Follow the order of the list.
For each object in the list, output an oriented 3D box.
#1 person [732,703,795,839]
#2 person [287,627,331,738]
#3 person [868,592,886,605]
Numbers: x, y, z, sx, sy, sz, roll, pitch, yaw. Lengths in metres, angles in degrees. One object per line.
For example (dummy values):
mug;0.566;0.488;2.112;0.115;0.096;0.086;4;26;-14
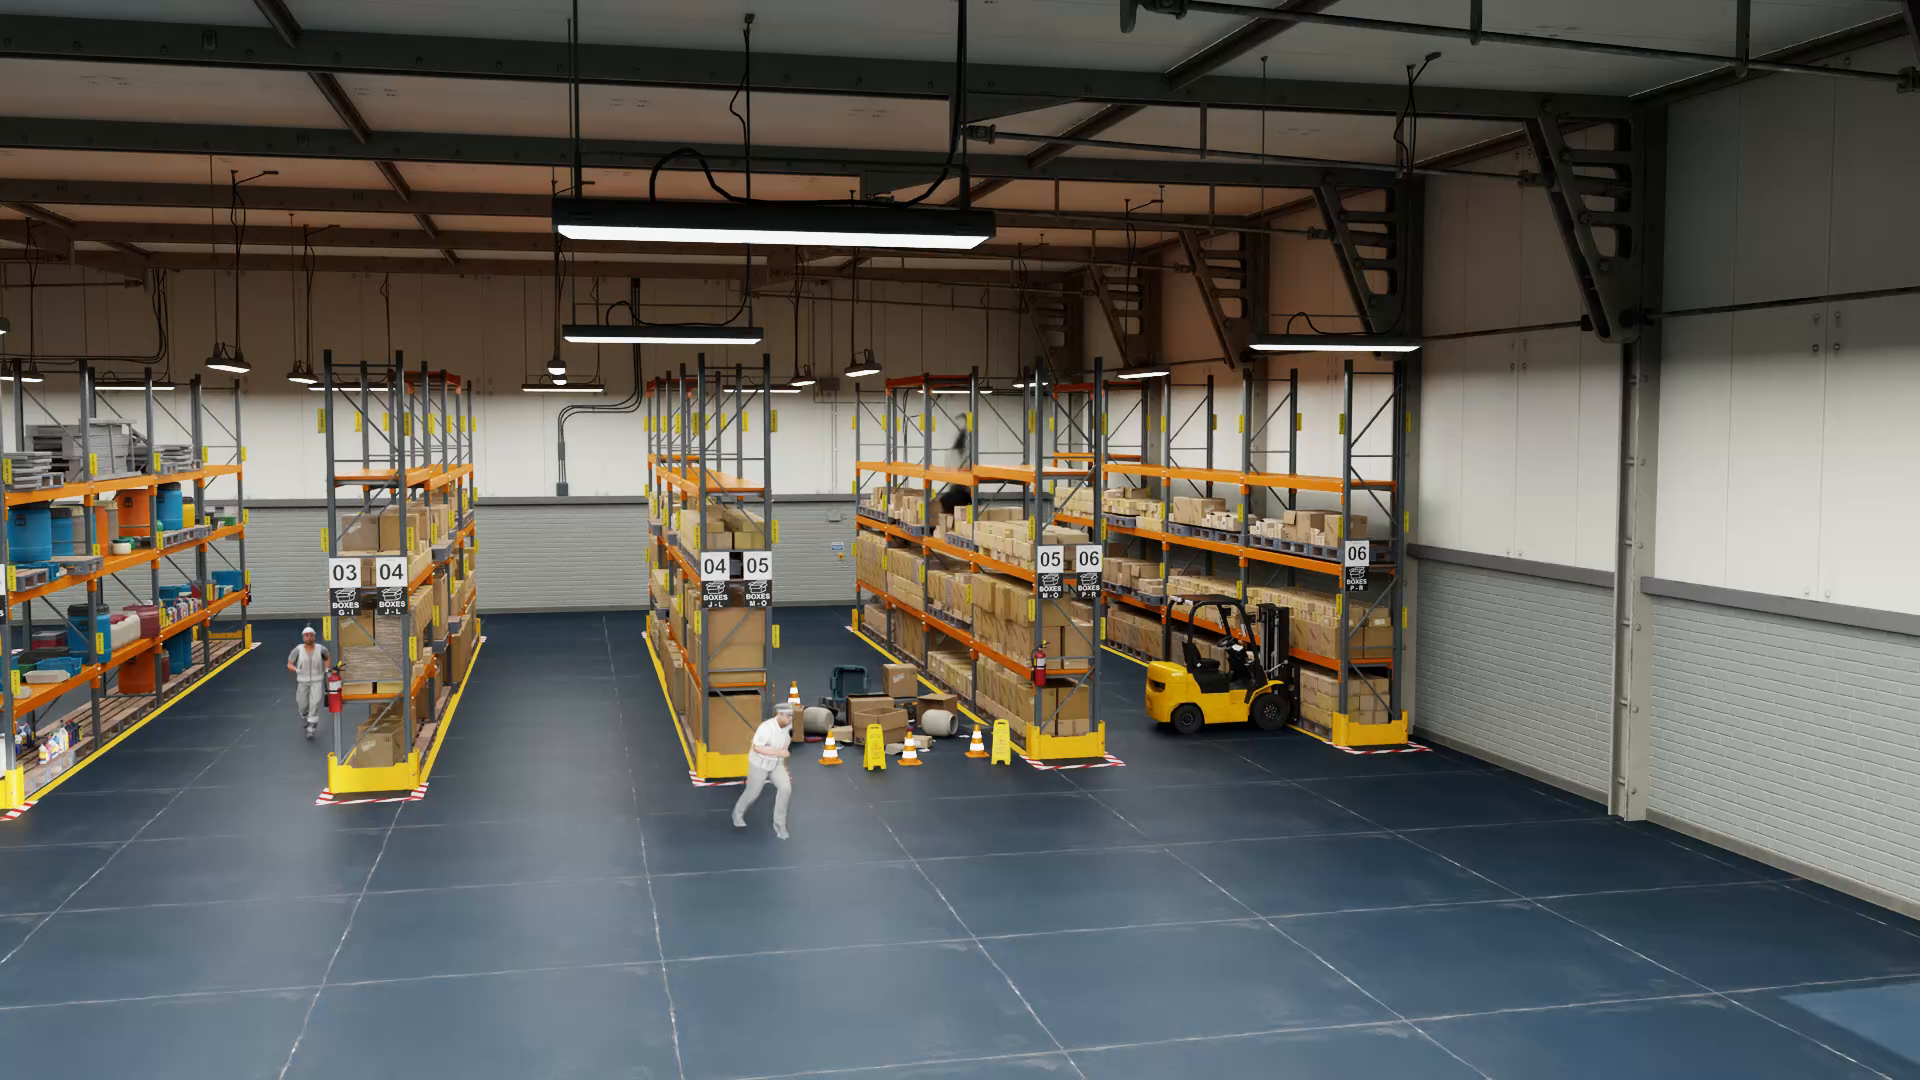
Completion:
person;-2.389;2.799;20.309;1.017;1.719;0.705;3;5;38
person;-10.414;2.269;26.632;0.658;1.758;0.790;-2;4;-23
person;-1.946;1.279;41.540;1.068;1.786;0.627;-1;4;-15
